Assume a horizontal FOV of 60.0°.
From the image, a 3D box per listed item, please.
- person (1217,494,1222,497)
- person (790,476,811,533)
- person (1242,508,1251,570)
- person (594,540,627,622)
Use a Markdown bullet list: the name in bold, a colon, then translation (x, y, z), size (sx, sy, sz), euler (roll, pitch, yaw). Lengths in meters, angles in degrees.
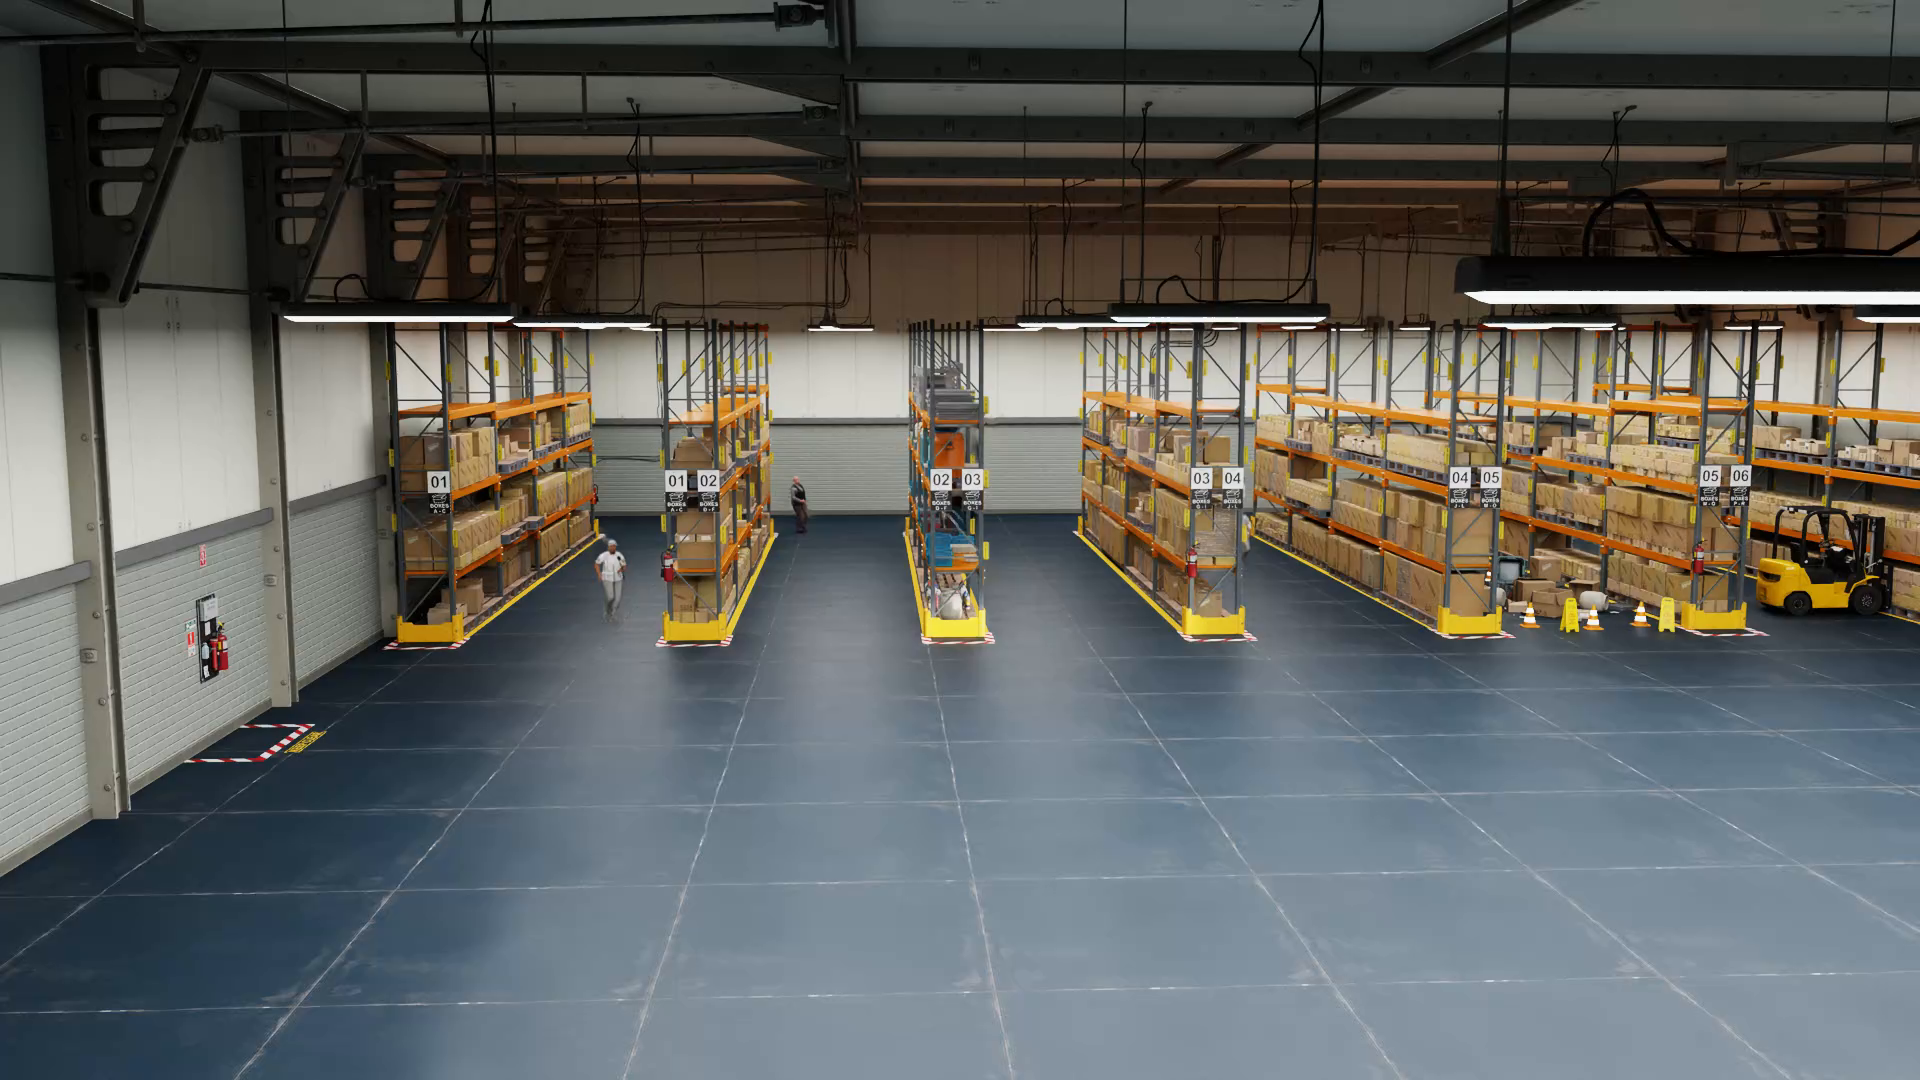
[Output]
- **person**: translation (7.539, -1.079, 48.781), size (0.516, 1.605, 0.691), euler (-2, 7, -18)
- **person**: translation (-4.589, -1.004, 47.718), size (0.573, 1.670, 0.697), euler (6, 9, 38)
- **person**: translation (6.843, -0.038, 40.360), size (0.550, 1.560, 0.580), euler (-1, 7, -7)
- **person**: translation (-6.917, 0.818, 33.107), size (0.583, 1.638, 0.637), euler (-4, 8, -27)
